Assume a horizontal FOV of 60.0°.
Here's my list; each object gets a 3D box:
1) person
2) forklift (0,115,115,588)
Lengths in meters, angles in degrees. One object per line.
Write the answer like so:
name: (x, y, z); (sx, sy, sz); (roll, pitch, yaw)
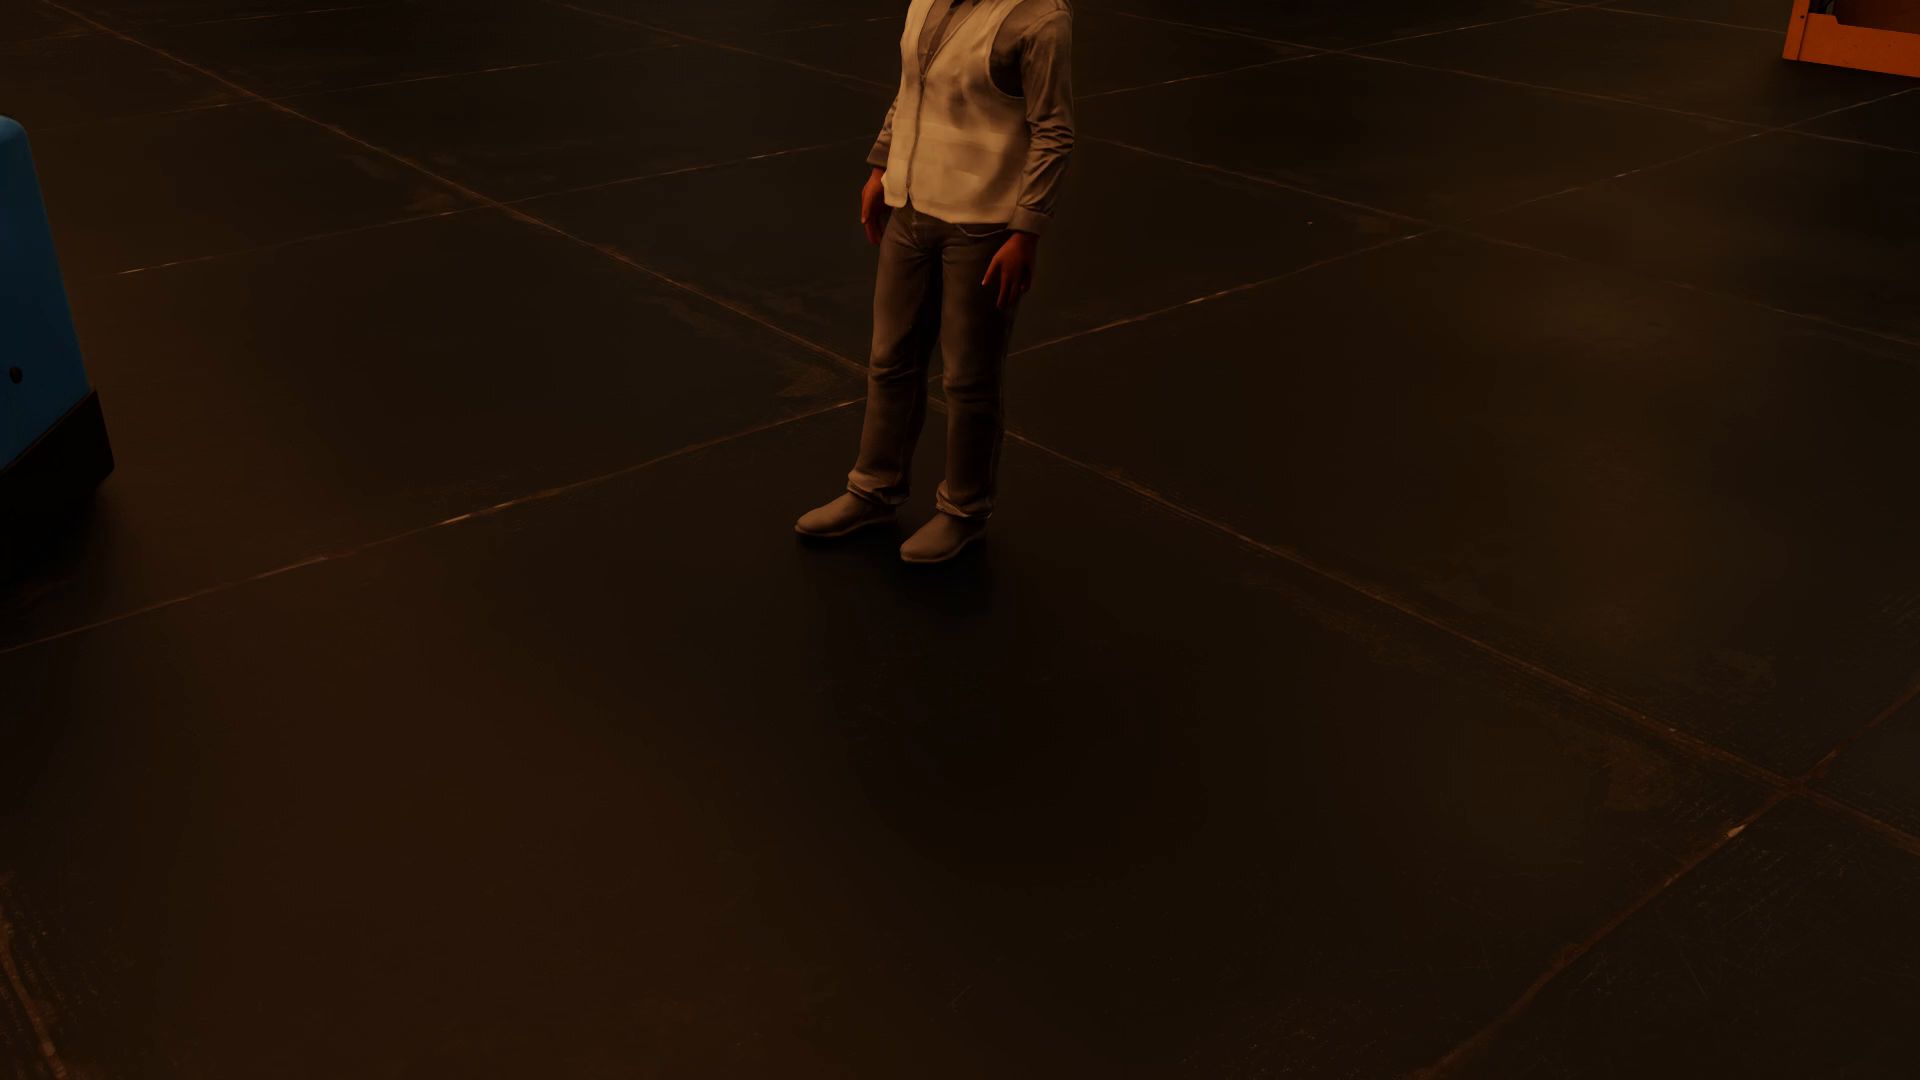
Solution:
person: (-0.053, -0.787, 4.074); (0.568, 1.773, 0.632); (-20, 33, -35)
forklift: (-3.897, -1.215, 3.652); (3.031, 2.935, 1.130); (-2, 26, -3)
